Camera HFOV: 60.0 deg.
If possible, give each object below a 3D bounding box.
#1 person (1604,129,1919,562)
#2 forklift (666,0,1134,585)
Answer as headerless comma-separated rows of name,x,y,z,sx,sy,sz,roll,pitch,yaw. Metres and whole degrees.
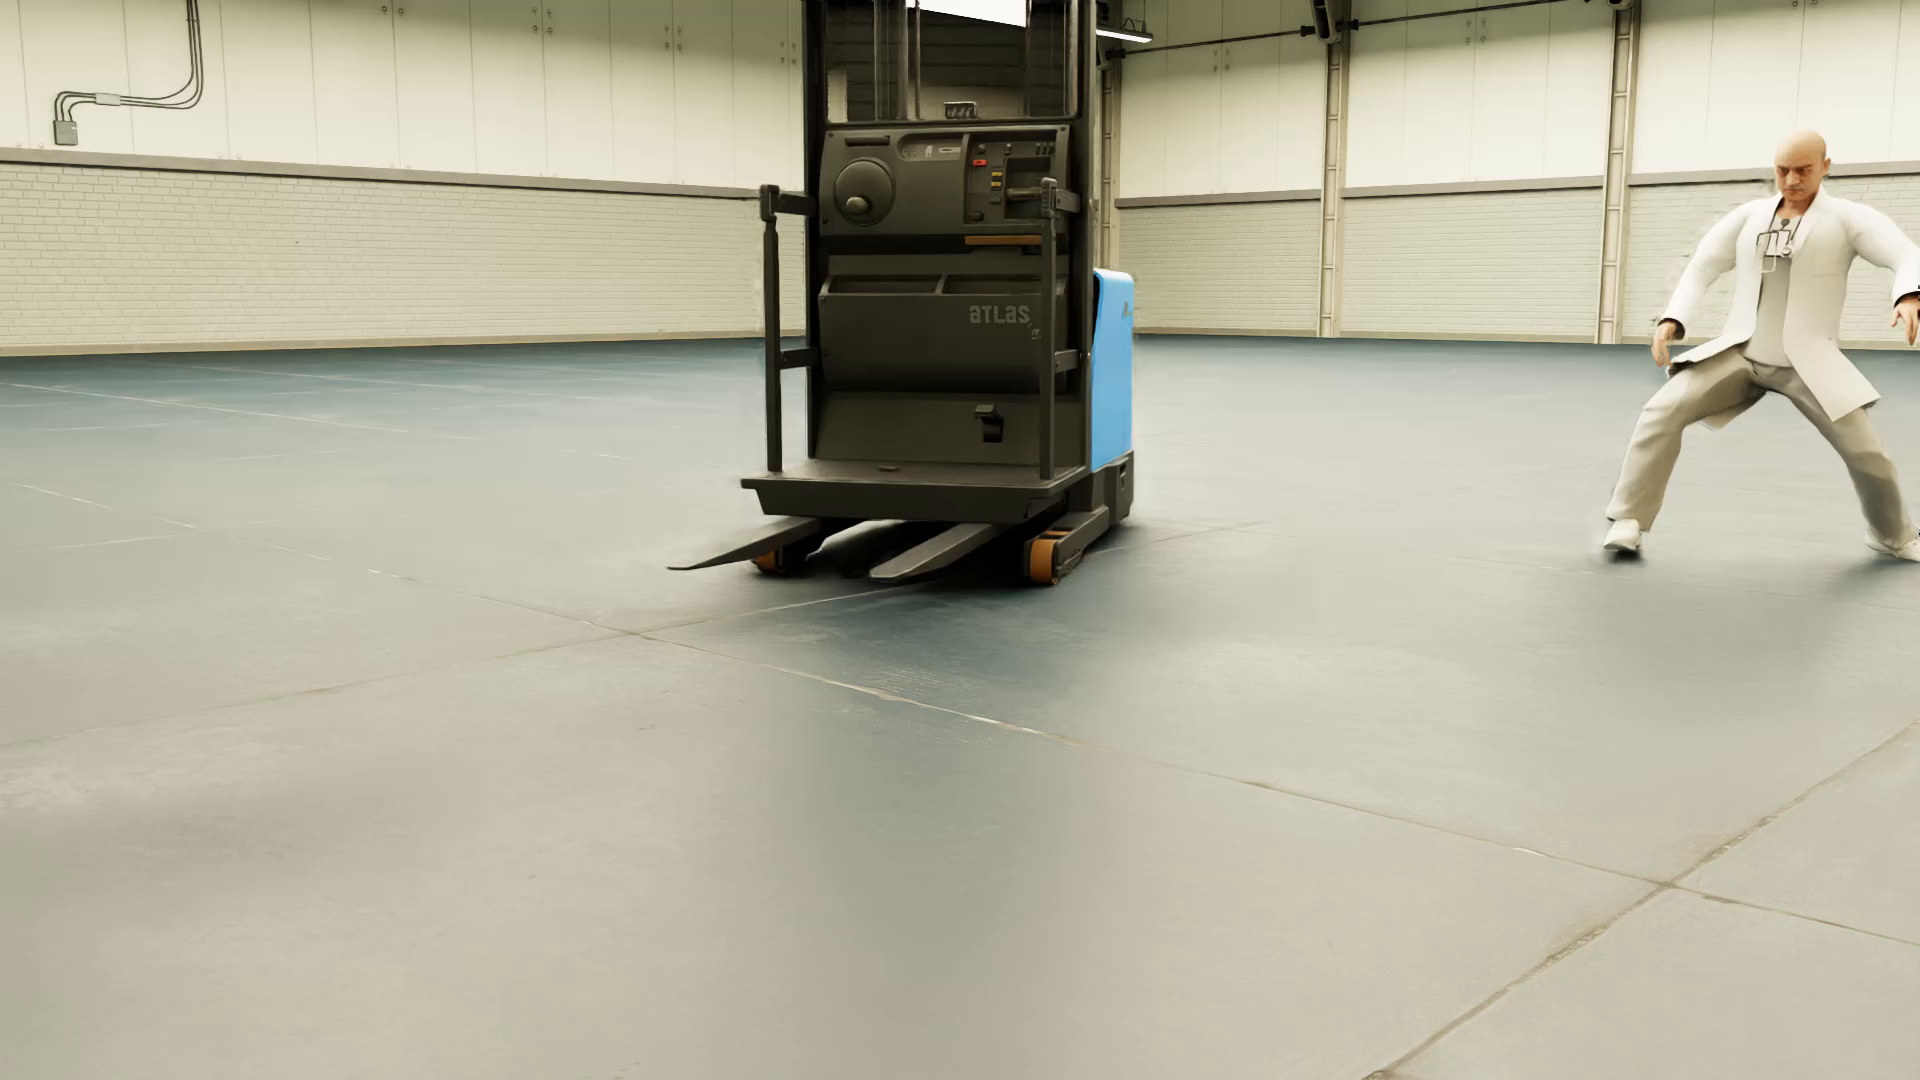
person,3.057,-0.694,6.162,1.045,1.628,0.994,8,12,43
forklift,-0.115,-1.356,5.878,1.130,2.935,3.031,2,9,15
